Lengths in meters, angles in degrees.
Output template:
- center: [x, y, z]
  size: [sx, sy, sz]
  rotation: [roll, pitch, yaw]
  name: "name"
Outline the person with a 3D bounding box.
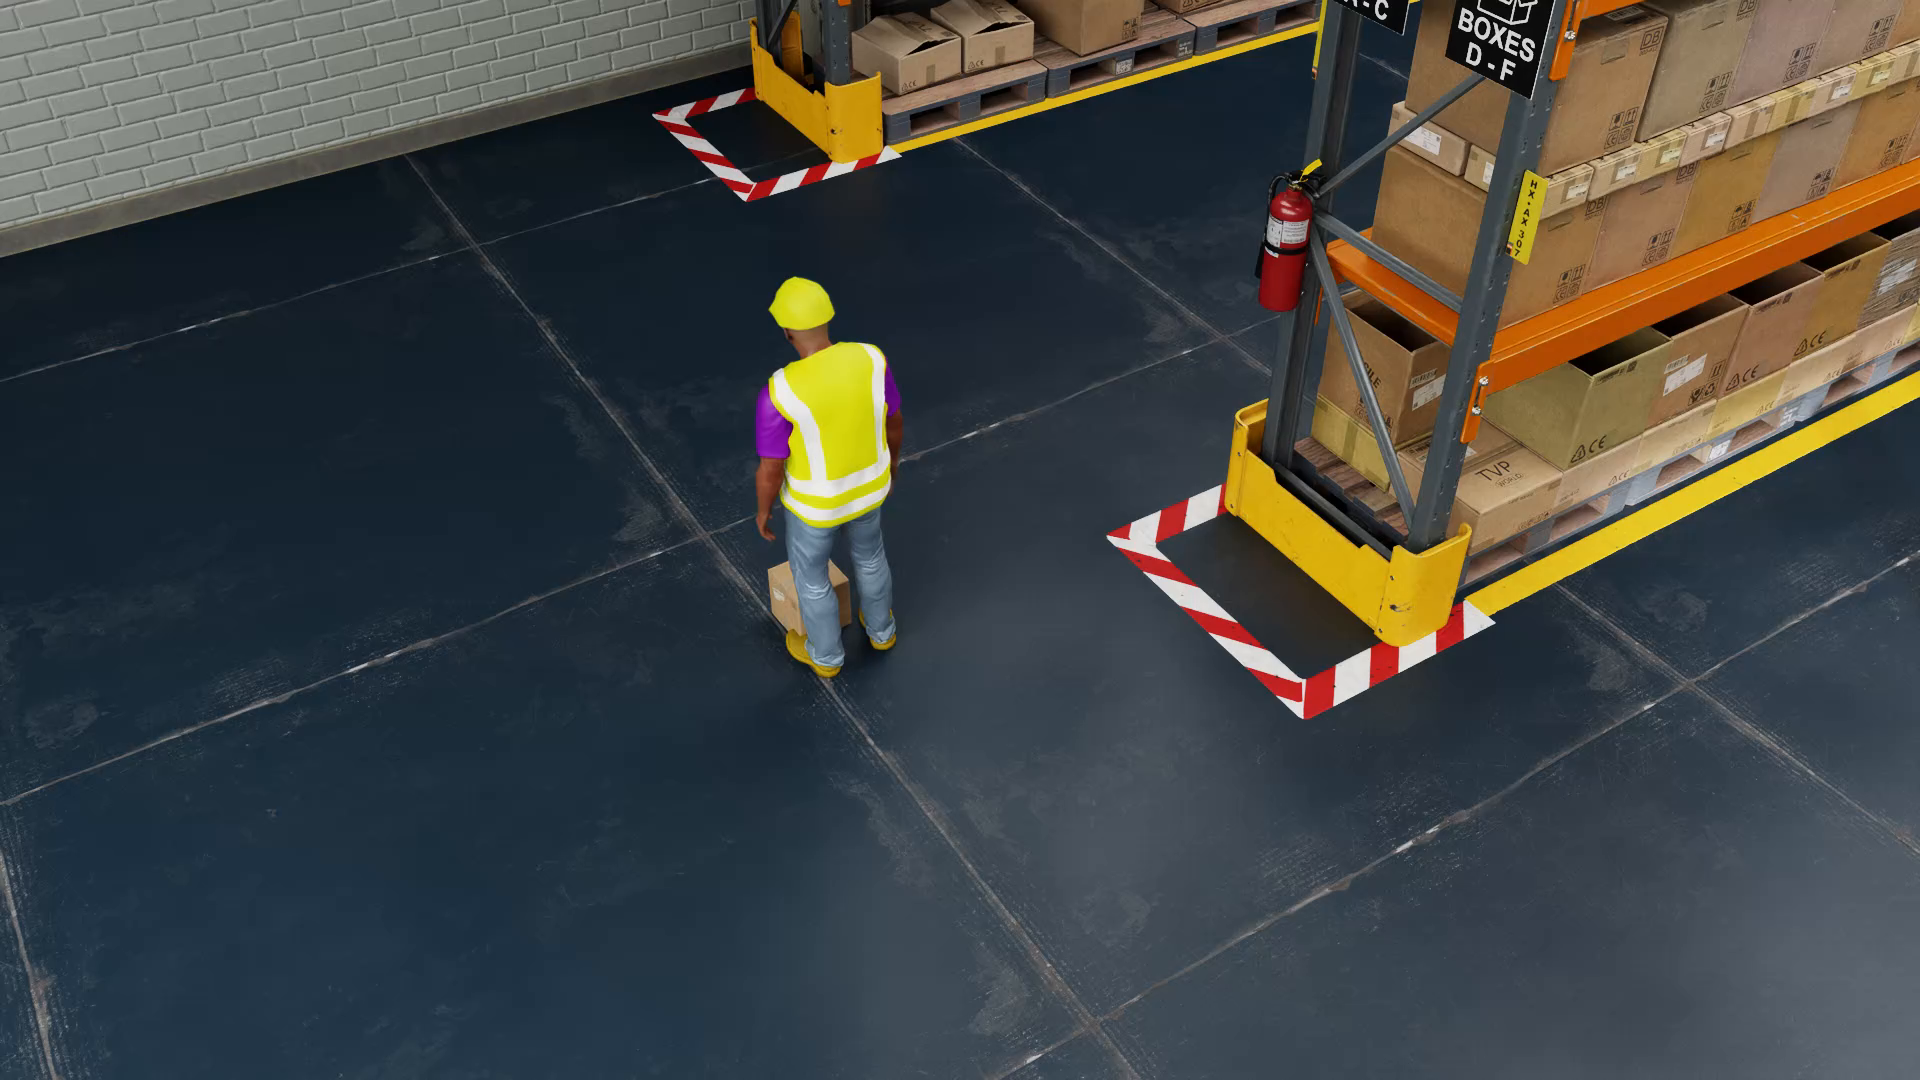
- center: [-0.505, -0.215, 6.398]
  size: [0.629, 1.757, 0.462]
  rotation: [-23, 46, -24]
  name: "person"
